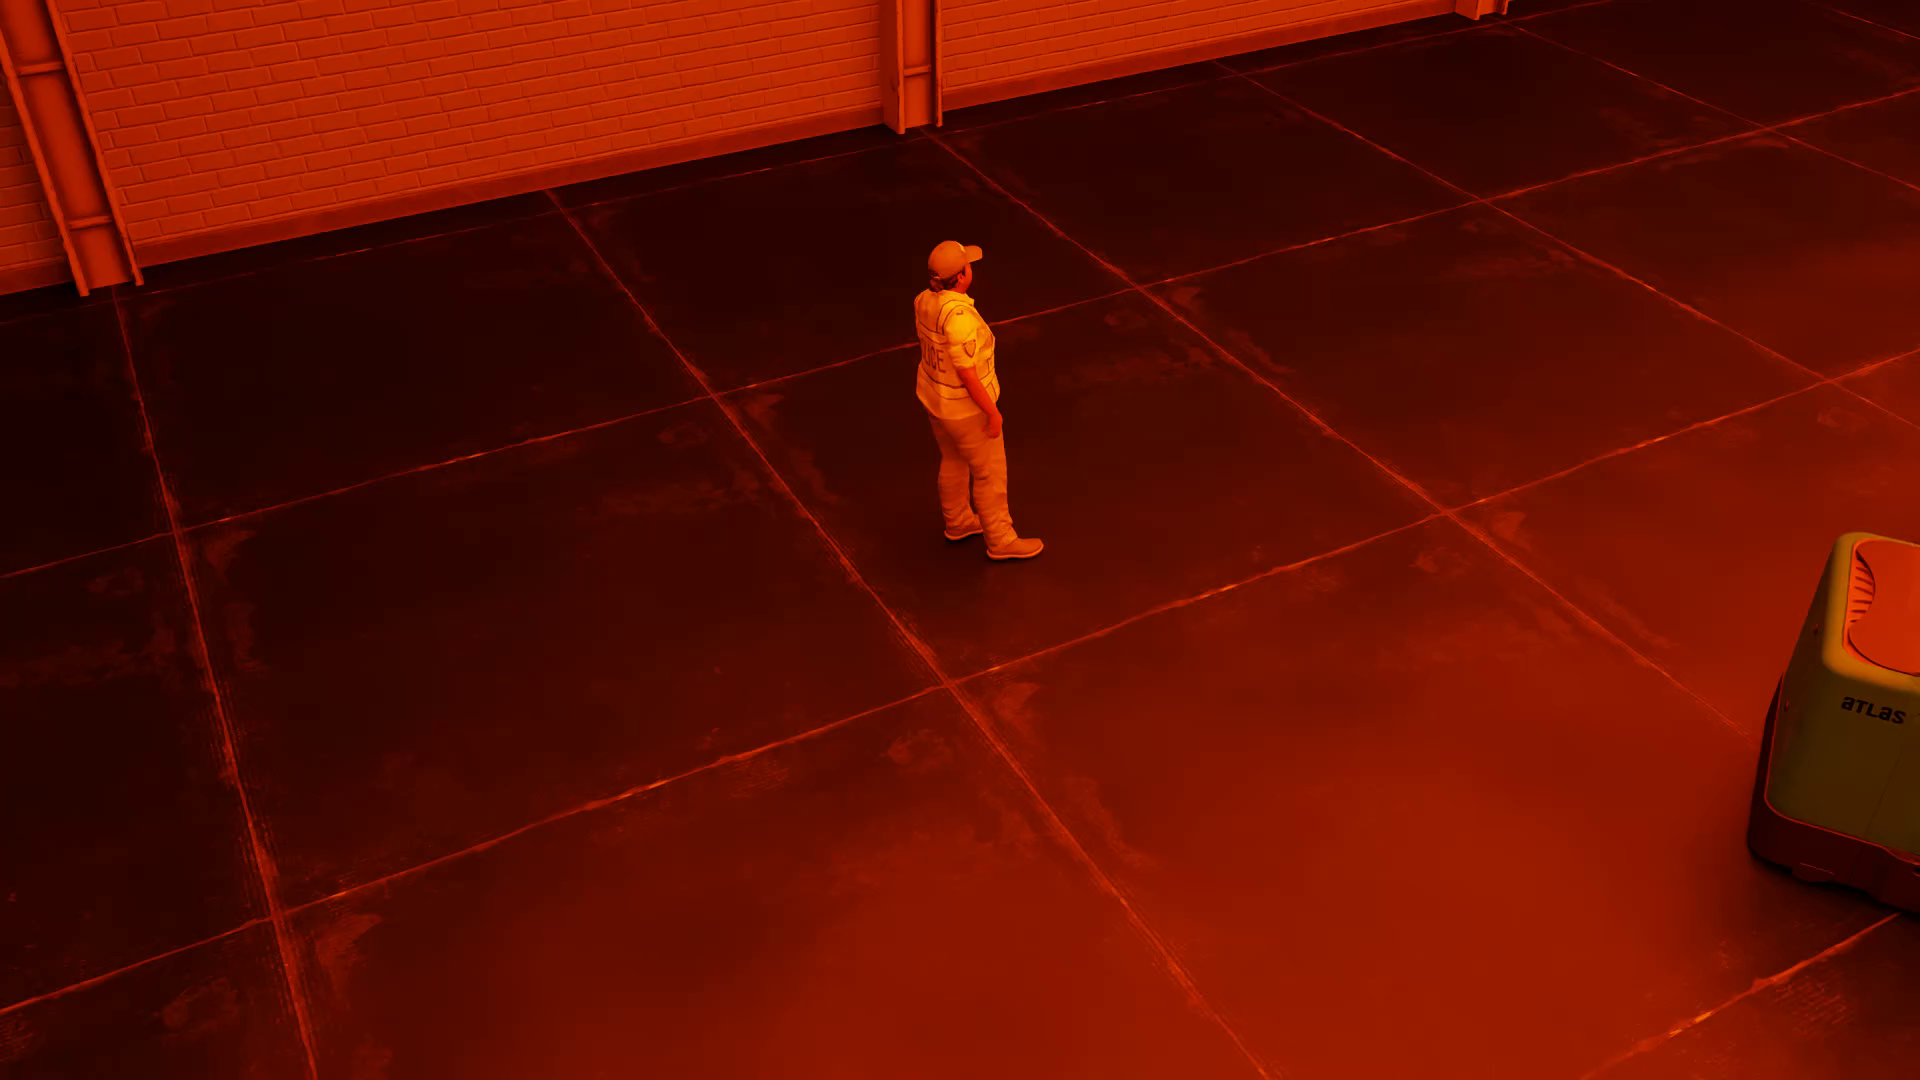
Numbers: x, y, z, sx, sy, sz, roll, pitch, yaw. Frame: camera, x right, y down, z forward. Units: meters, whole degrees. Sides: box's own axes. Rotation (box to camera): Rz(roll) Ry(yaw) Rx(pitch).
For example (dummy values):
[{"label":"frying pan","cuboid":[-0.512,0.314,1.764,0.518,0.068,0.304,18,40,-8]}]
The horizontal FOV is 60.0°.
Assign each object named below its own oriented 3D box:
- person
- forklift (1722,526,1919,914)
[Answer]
[{"label":"person","cuboid":[0.079,-0.695,8.190,0.529,1.670,0.598,-17,39,-23]},{"label":"forklift","cuboid":[4.680,0.229,5.799,3.031,2.935,1.130,16,38,21]}]
